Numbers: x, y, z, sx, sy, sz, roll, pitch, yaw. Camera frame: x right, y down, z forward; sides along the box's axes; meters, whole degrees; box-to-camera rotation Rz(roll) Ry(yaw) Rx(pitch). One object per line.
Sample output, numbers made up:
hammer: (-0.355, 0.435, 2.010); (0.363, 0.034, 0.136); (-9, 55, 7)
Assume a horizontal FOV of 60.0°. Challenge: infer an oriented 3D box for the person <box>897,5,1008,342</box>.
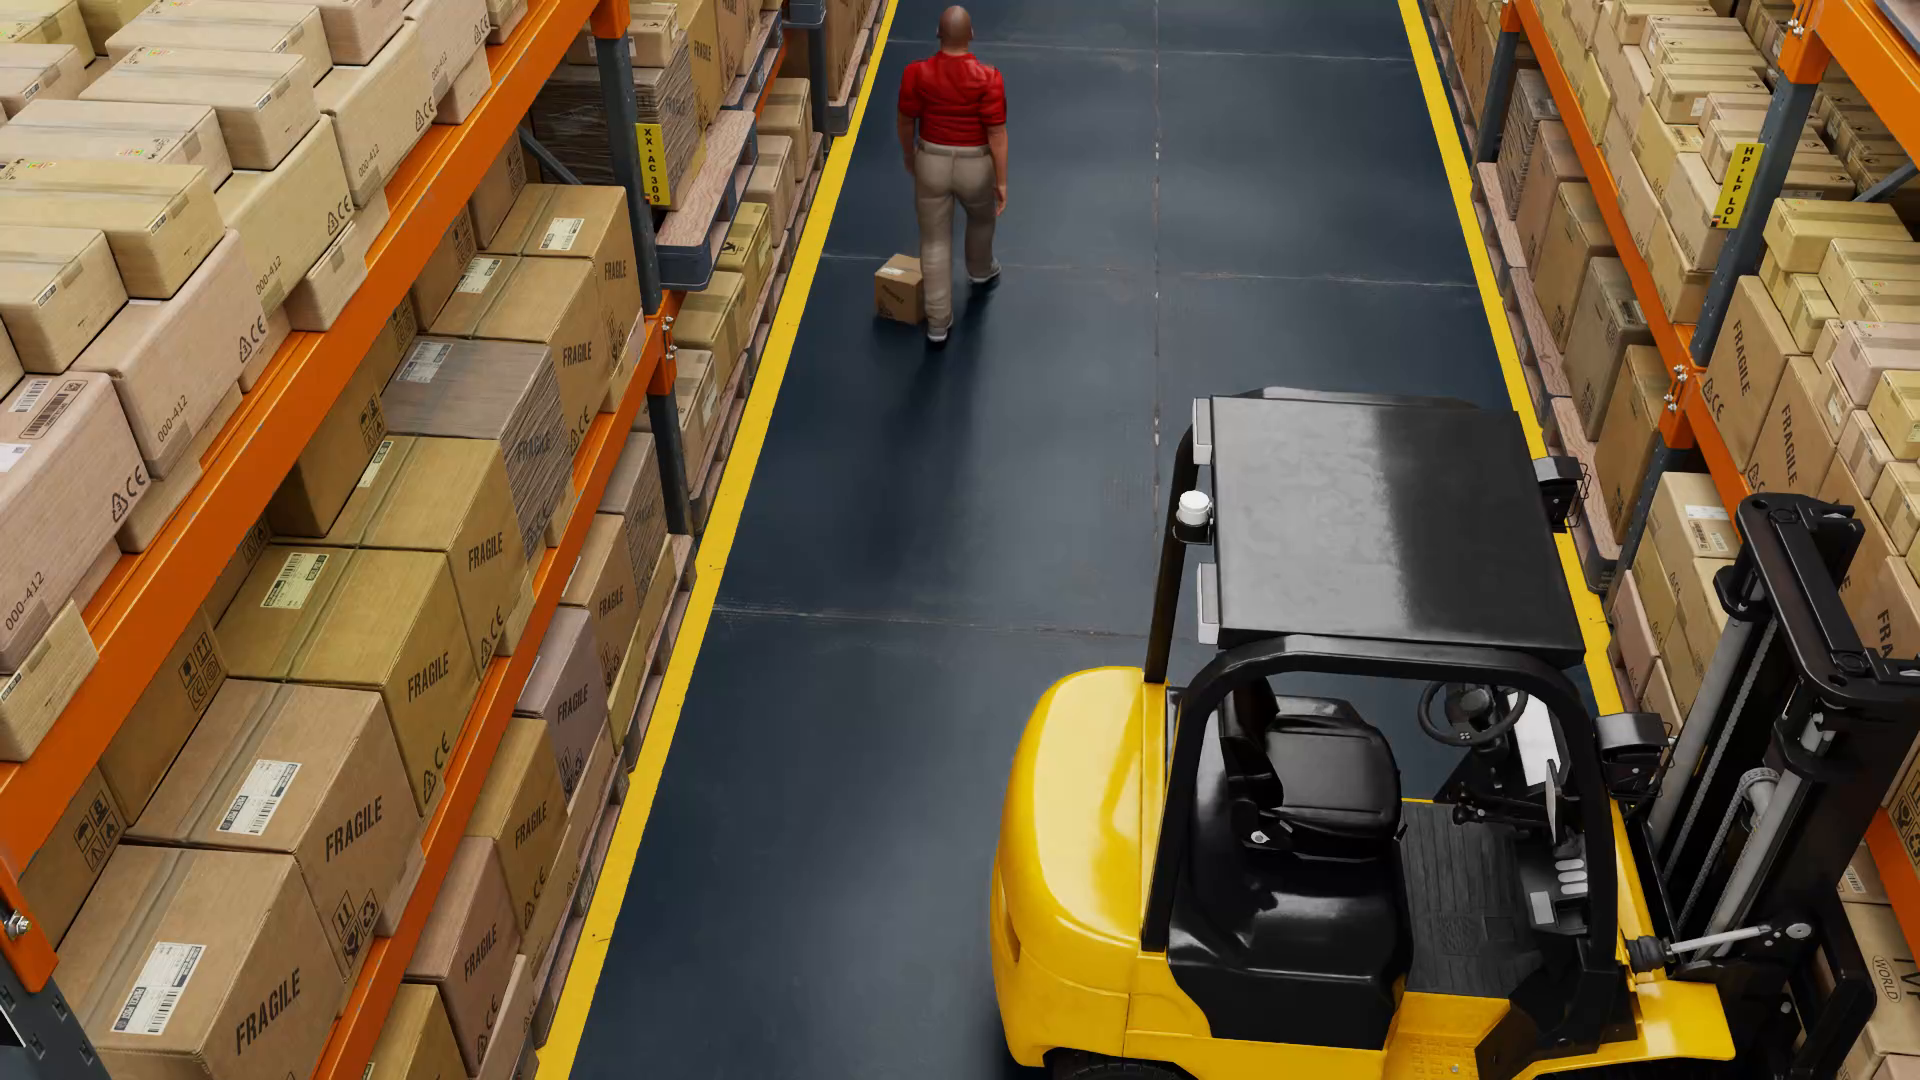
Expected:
person: (-0.031, -1.934, 8.482); (0.563, 1.708, 0.912); (2, 40, 3)
